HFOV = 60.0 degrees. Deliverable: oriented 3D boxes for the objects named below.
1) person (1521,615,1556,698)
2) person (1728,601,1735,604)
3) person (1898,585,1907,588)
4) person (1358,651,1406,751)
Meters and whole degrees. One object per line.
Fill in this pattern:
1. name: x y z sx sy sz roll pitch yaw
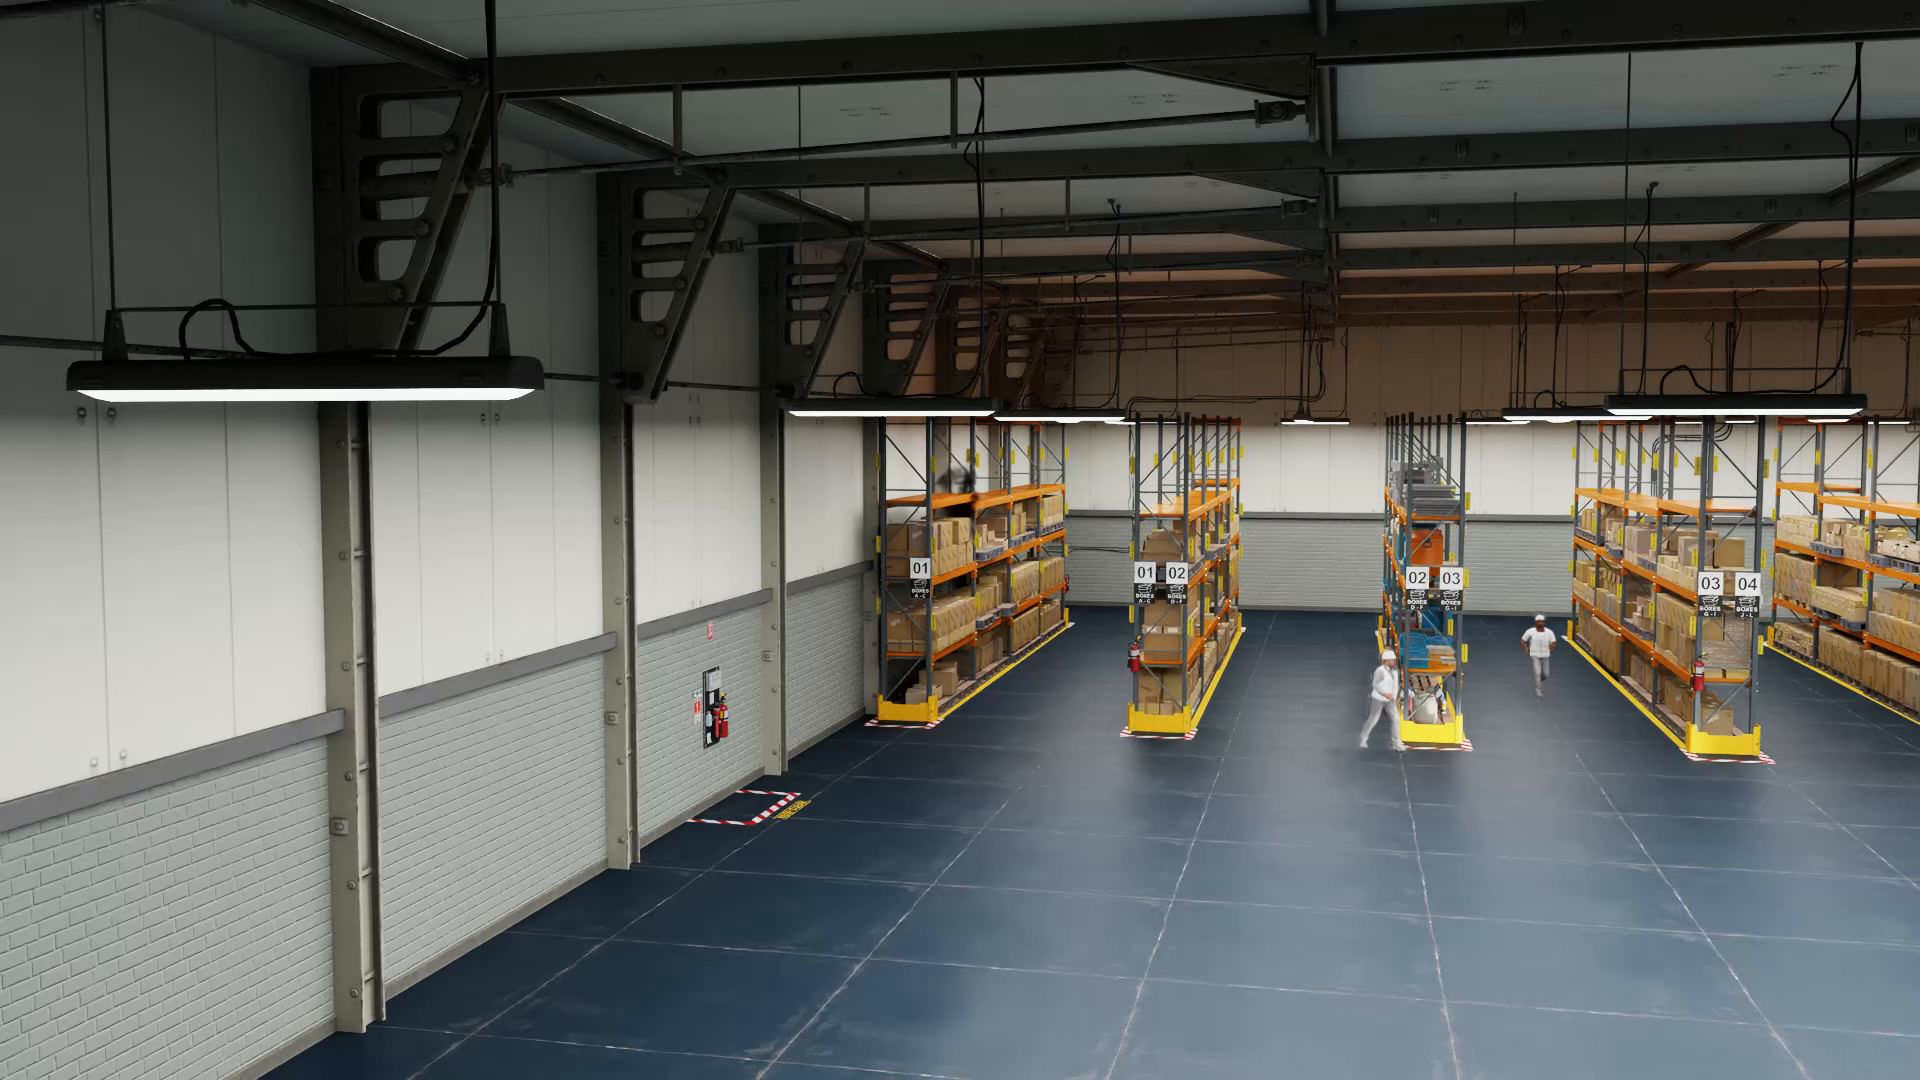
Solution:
1. person: 12.334 2.463 35.426 0.711 1.732 0.795 0 4 7
2. person: 20.003 1.945 43.645 0.677 1.628 0.566 2 4 27
3. person: 25.026 1.956 44.273 0.544 1.558 0.545 1 4 14
4. person: 7.540 2.822 29.343 0.686 1.742 0.927 -2 4 -30
